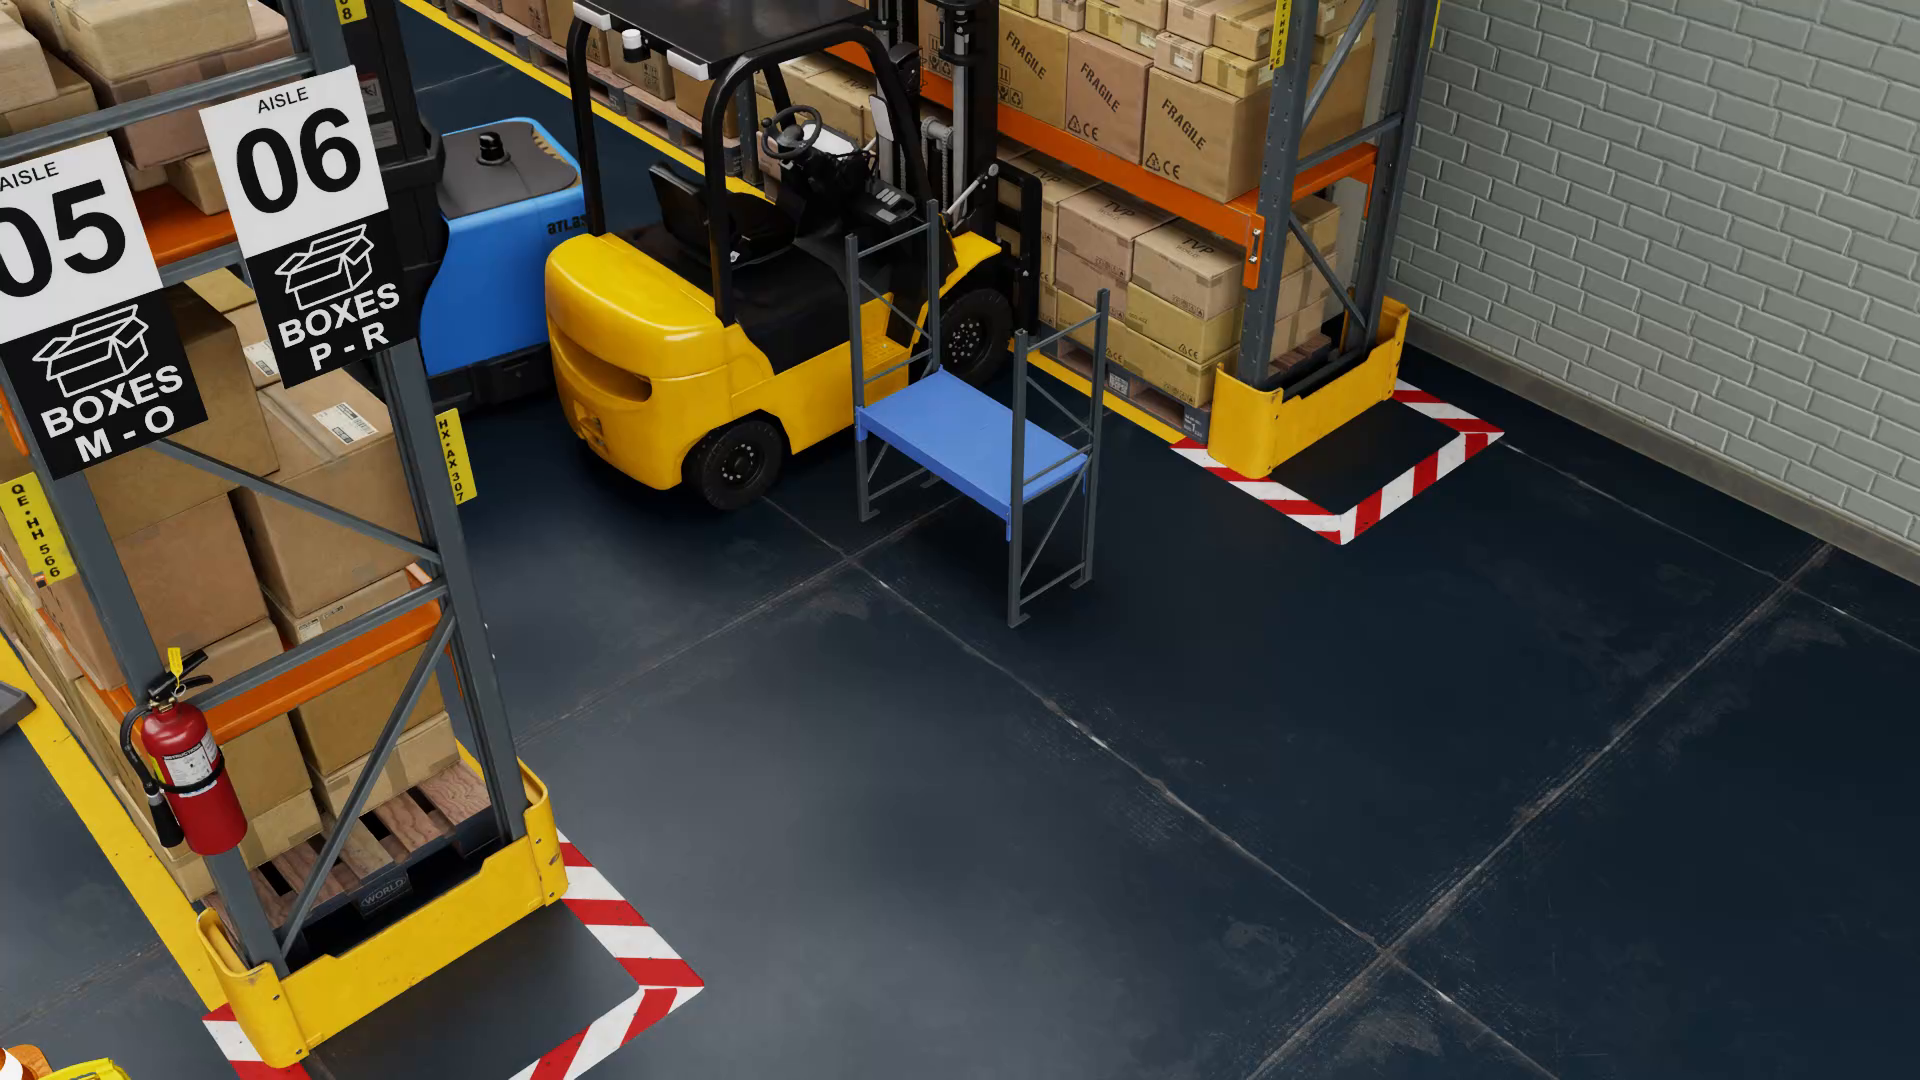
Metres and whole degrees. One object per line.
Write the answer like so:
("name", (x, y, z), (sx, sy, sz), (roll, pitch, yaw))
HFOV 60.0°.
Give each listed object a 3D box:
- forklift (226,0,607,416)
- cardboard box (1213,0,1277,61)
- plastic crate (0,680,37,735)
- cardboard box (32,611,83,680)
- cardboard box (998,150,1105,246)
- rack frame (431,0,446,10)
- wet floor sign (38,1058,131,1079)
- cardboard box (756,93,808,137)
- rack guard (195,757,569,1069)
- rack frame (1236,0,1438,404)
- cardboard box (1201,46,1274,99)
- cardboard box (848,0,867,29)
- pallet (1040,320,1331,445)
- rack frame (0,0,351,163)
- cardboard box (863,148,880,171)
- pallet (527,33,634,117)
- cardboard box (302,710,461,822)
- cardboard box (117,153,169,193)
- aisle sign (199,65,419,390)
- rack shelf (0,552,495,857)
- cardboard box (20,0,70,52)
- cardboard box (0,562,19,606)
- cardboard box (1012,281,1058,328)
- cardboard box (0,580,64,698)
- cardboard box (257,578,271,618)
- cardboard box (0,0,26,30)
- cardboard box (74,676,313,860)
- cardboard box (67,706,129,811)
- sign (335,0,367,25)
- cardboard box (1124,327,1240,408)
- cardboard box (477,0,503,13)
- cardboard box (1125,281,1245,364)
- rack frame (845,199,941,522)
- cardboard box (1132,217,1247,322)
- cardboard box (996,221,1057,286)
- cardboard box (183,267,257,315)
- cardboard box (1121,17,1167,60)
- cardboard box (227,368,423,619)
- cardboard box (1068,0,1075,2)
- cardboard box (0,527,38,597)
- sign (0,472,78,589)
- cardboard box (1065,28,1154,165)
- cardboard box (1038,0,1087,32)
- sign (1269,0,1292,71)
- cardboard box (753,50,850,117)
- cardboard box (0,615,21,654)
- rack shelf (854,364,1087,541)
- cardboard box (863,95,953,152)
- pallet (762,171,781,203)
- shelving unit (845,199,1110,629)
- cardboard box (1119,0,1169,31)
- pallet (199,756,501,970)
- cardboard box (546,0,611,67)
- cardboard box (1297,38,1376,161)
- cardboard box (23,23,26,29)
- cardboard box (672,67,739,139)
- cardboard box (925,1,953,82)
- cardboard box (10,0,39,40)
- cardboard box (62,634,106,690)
("forklift", (-3.295, -1.830, 7.684), (3.031, 2.935, 1.130), (-21, 44, -24))
("cardboard box", (1.337, -2.269, 7.340), (0.380, 0.149, 0.250), (-30, 48, -32))
("plastic crate", (-4.167, 0.685, 6.838), (0.583, 0.080, 0.402), (18, 42, 21))
("cardboard box", (-2.951, 0.286, 5.750), (0.380, 0.149, 0.250), (-29, 47, -31))
("cardboard box", (0.495, -1.812, 8.665), (0.500, 0.250, 0.500), (-29, 47, -31))
("rack frame", (-3.676, -5.488, 12.158), (1.000, 3.000, 0.127), (-30, 48, -32))
("wet floor sign", (-2.579, 1.784, 5.028), (0.267, 0.644, 0.232), (-15, 41, -17))
("cardboard box", (-0.871, -2.570, 10.001), (0.500, 0.250, 0.500), (-30, 48, -32))
("rack guard", (-1.970, 1.262, 5.789), (1.175, 0.500, 0.348), (-30, 48, -32))
("rack frame", (1.735, -1.786, 7.574), (1.000, 3.000, 0.127), (-30, 48, -32))
("cardboard box", (1.294, -2.119, 7.390), (0.380, 0.149, 0.250), (-29, 47, -31))
("cardboard box", (-0.498, -3.126, 9.153), (0.500, 0.500, 0.500), (-29, 47, -31))
("pallet", (1.187, -1.037, 8.866), (1.003, 0.211, 1.213), (-30, 48, -32))
("rack frame", (-1.919, -2.009, 3.075), (1.000, 3.000, 0.127), (-30, 48, -32))
("cardboard box", (-0.197, -2.100, 9.420), (0.500, 0.250, 0.500), (-30, 48, -32))
("pallet", (-2.327, -3.442, 11.843), (1.003, 0.211, 1.213), (-30, 48, -32))
("cardboard box", (-2.261, 0.741, 6.300), (0.500, 0.250, 0.500), (-30, 48, -32))
("cardboard box", (-2.148, -1.119, 4.561), (0.380, 0.149, 0.250), (-32, 48, -33))
("aisle sign", (-1.649, -0.789, 4.271), (0.394, 0.787, 0.004), (-30, 48, -32))
("rack shelf", (-3.272, -0.321, 6.332), (1.077, 0.370, 4.000), (-30, 48, -32))
("cardboard box", (-2.191, -1.415, 4.293), (0.380, 0.149, 0.250), (-30, 48, -32))
("cardboard box", (-3.295, 0.046, 6.047), (0.380, 0.149, 0.250), (-28, 47, -30))
("cardboard box", (0.523, -1.432, 8.990), (0.500, 0.250, 0.500), (-29, 47, -31))
("cardboard box", (-3.345, 0.203, 6.368), (0.500, 0.500, 0.500), (-31, 48, -33))
("cardboard box", (-2.178, 0.067, 5.480), (0.380, 0.149, 0.250), (-29, 47, -31))
("cardboard box", (-2.511, -1.221, 4.053), (0.380, 0.149, 0.250), (-29, 47, -31))
("cardboard box", (-2.653, 0.680, 5.778), (0.500, 0.500, 0.500), (-30, 47, -31))
("cardboard box", (-3.008, 0.729, 6.315), (0.500, 0.250, 0.500), (-30, 48, -32))
("sign", (-1.520, -1.412, 4.029), (0.100, 0.325, 0.005), (-30, 48, -32))
("cardboard box", (1.184, -0.963, 8.409), (0.500, 0.250, 0.500), (-30, 47, -31))
("cardboard box", (-3.264, -4.433, 12.408), (0.875, 0.625, 0.625), (-28, 47, -30))
("cardboard box", (1.175, -1.167, 8.263), (0.500, 0.250, 0.500), (-31, 48, -32))
("rack frame", (-0.286, -0.779, 7.521), (0.500, 1.500, 0.032), (-30, 48, -32))
("cardboard box", (1.193, -1.349, 8.092), (0.500, 0.250, 0.500), (-28, 47, -30))
("cardboard box", (0.479, -1.633, 8.841), (0.500, 0.250, 0.500), (-31, 48, -33))
("cardboard box", (-2.733, -0.640, 5.839), (0.500, 0.500, 0.500), (-31, 48, -33))
("cardboard box", (0.969, -2.370, 7.702), (0.380, 0.149, 0.250), (-29, 47, -31))
("cardboard box", (-2.035, -0.167, 5.253), (0.500, 0.500, 0.500), (-31, 48, -32))
("cardboard box", (0.579, -2.700, 7.873), (0.380, 0.149, 0.250), (-29, 47, -31))
("cardboard box", (-2.824, -0.197, 5.291), (0.500, 0.500, 0.500), (-30, 48, -32))
("sign", (-2.341, -0.022, 4.216), (0.100, 0.325, 0.005), (-30, 48, -32))
("cardboard box", (0.864, -2.185, 7.989), (0.500, 0.500, 0.500), (-28, 47, -31))
("cardboard box", (0.594, -2.593, 7.978), (0.380, 0.149, 0.250), (-32, 49, -33))
("sign", (1.326, -2.104, 6.858), (0.100, 0.325, 0.005), (-30, 48, -32))
("cardboard box", (-0.875, -2.763, 9.842), (0.500, 0.250, 0.500), (-31, 48, -32))
("cardboard box", (-3.694, 0.255, 6.901), (0.500, 0.250, 0.500), (-31, 48, -32))
("rack shelf", (0.058, -0.404, 7.343), (0.538, 0.185, 1.000), (-30, 48, -32))
("cardboard box", (-0.191, -2.296, 9.264), (0.500, 0.250, 0.500), (-28, 47, -30))
("pallet", (-0.464, -2.167, 10.264), (1.003, 0.211, 1.213), (-30, 48, -32))
("shelving unit", (0.058, -0.544, 7.230), (0.538, 1.500, 1.048), (-30, 48, -32))
("cardboard box", (0.950, -2.480, 7.600), (0.380, 0.149, 0.250), (-29, 47, -31))
("pallet", (-2.494, 0.984, 6.364), (1.003, 0.211, 1.213), (-30, 48, -32))
("cardboard box", (-2.361, -3.823, 11.652), (0.875, 0.625, 0.625), (-32, 49, -33))
("cardboard box", (1.604, -2.172, 7.973), (0.500, 0.500, 0.500), (-28, 47, -30))
("cardboard box", (-2.793, -1.261, 4.419), (0.500, 0.250, 0.500), (-31, 48, -32))
("cardboard box", (-1.332, -3.113, 10.773), (0.875, 0.625, 0.625), (-28, 46, -30))
("cardboard box", (0.169, -2.650, 8.564), (0.500, 0.500, 0.500), (-30, 47, -31))
("cardboard box", (-2.396, -1.482, 4.693), (0.500, 0.250, 0.500), (-31, 48, -32))
("cardboard box", (-2.583, 0.271, 5.228), (0.380, 0.149, 0.250), (-31, 48, -32))
